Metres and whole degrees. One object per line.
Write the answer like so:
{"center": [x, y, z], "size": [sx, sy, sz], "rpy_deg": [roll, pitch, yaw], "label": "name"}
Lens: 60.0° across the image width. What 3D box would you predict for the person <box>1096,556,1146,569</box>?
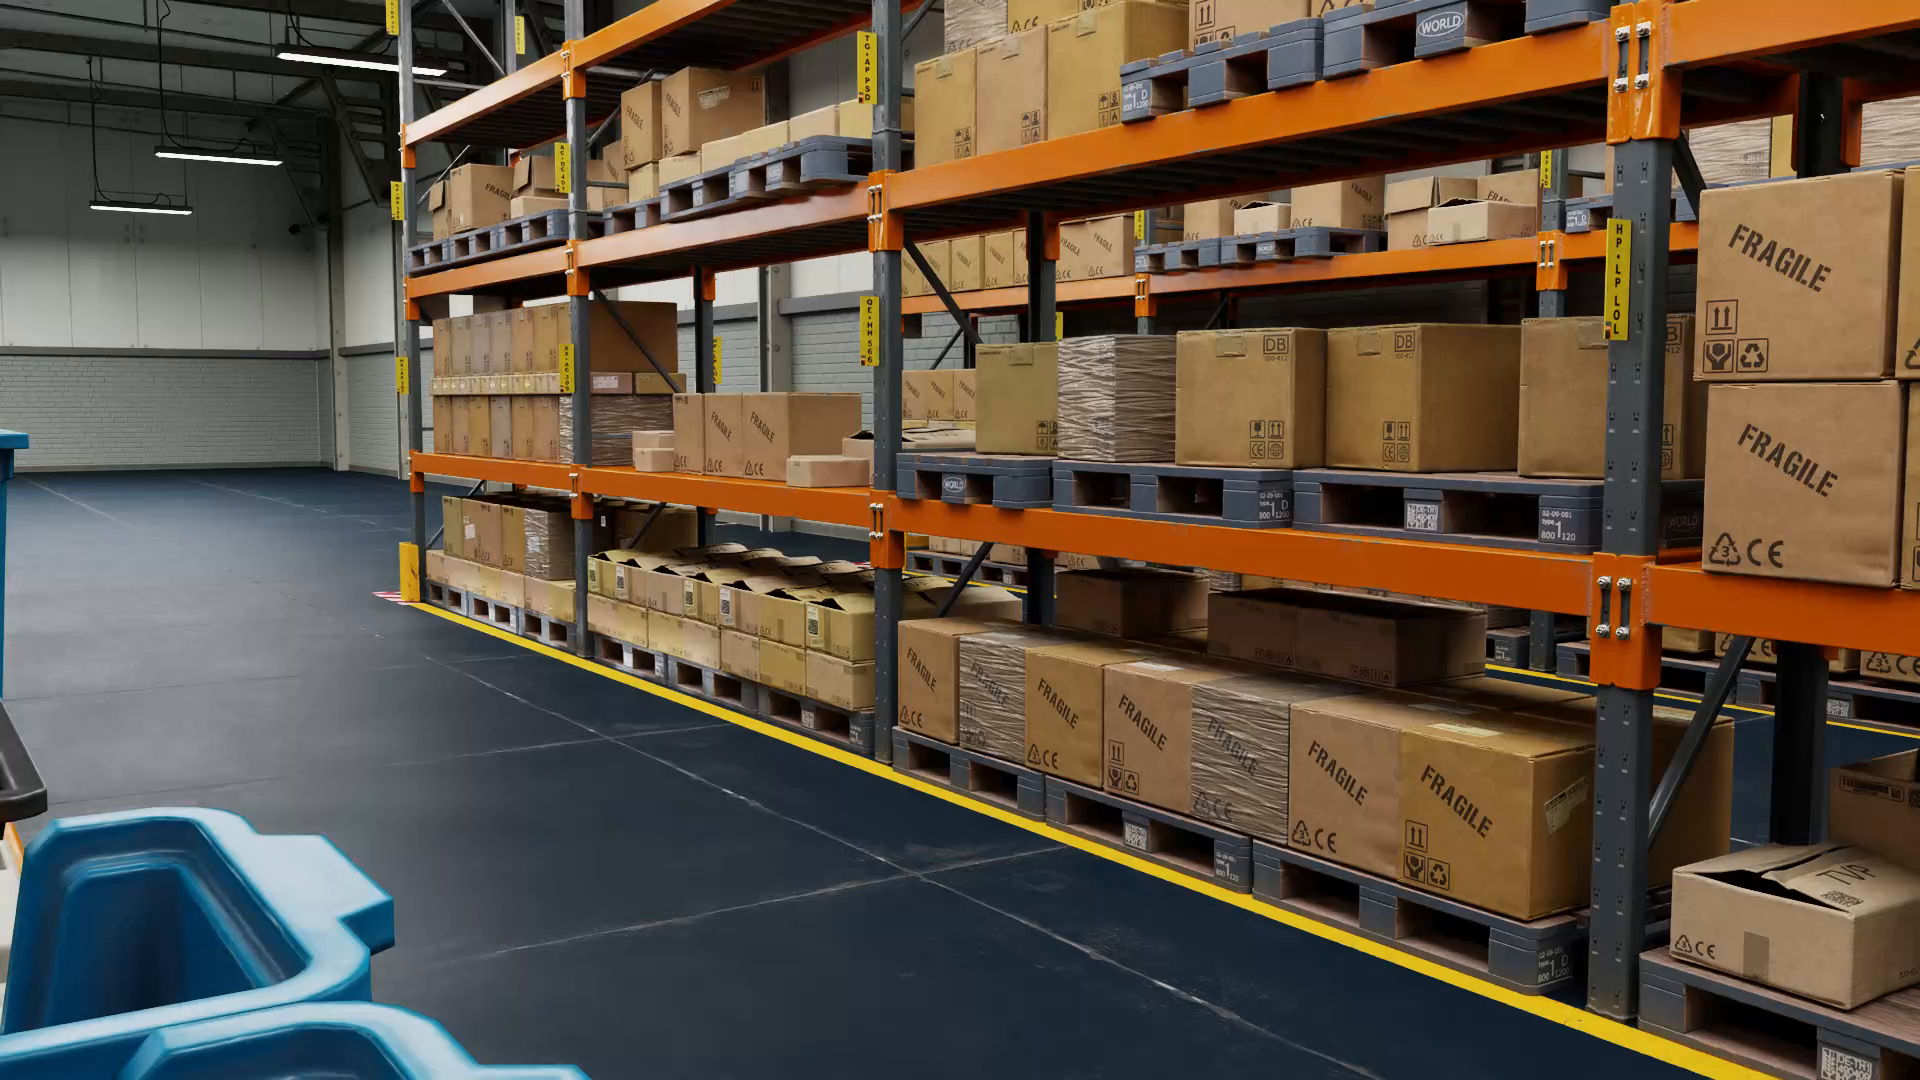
{"center": [1.189, -0.100, 12.234], "size": [0.469, 1.666, 0.542], "rpy_deg": [-3, 6, -34], "label": "person"}
